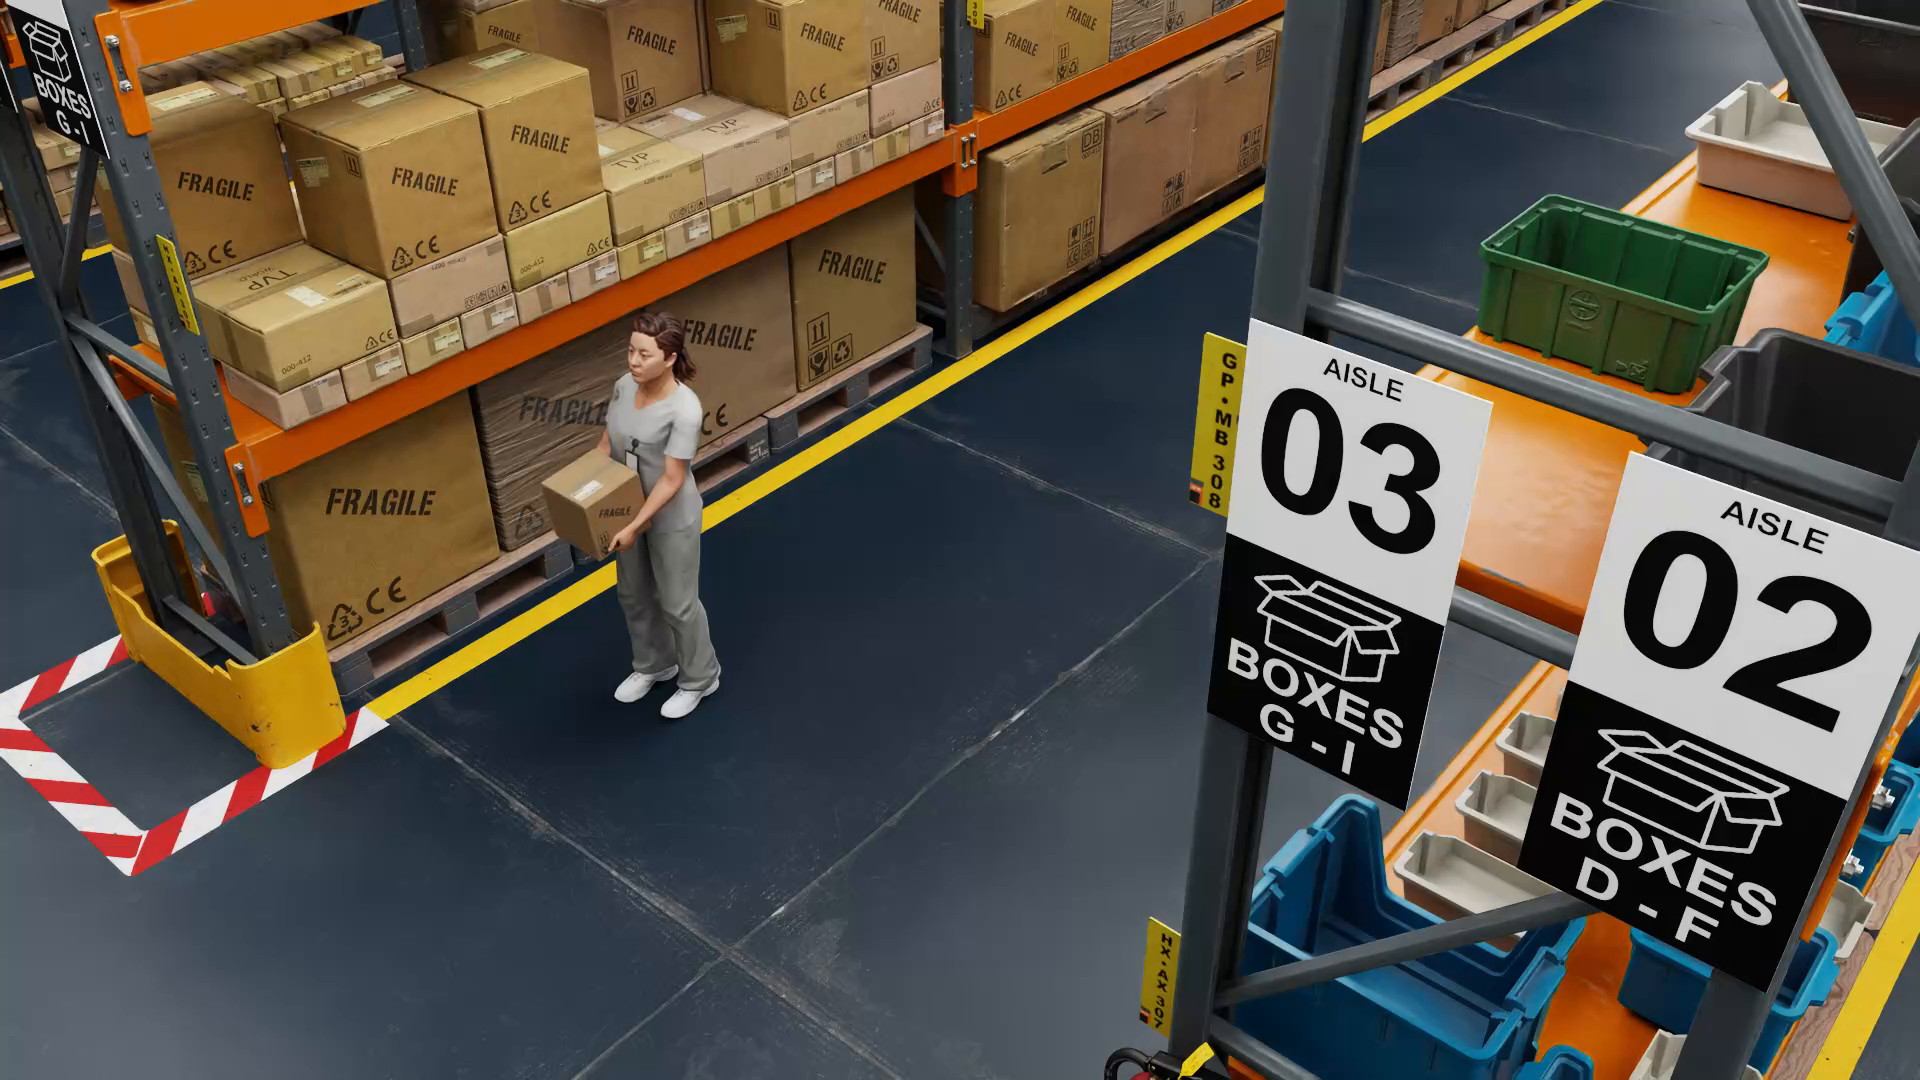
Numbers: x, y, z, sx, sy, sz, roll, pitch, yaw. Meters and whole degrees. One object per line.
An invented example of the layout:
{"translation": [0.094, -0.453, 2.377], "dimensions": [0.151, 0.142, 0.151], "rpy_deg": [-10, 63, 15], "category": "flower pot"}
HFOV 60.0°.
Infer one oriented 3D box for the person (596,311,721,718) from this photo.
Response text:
{"translation": [-1.175, -0.061, 6.244], "dimensions": [0.437, 1.662, 0.555], "rpy_deg": [26, 43, 32], "category": "person"}
